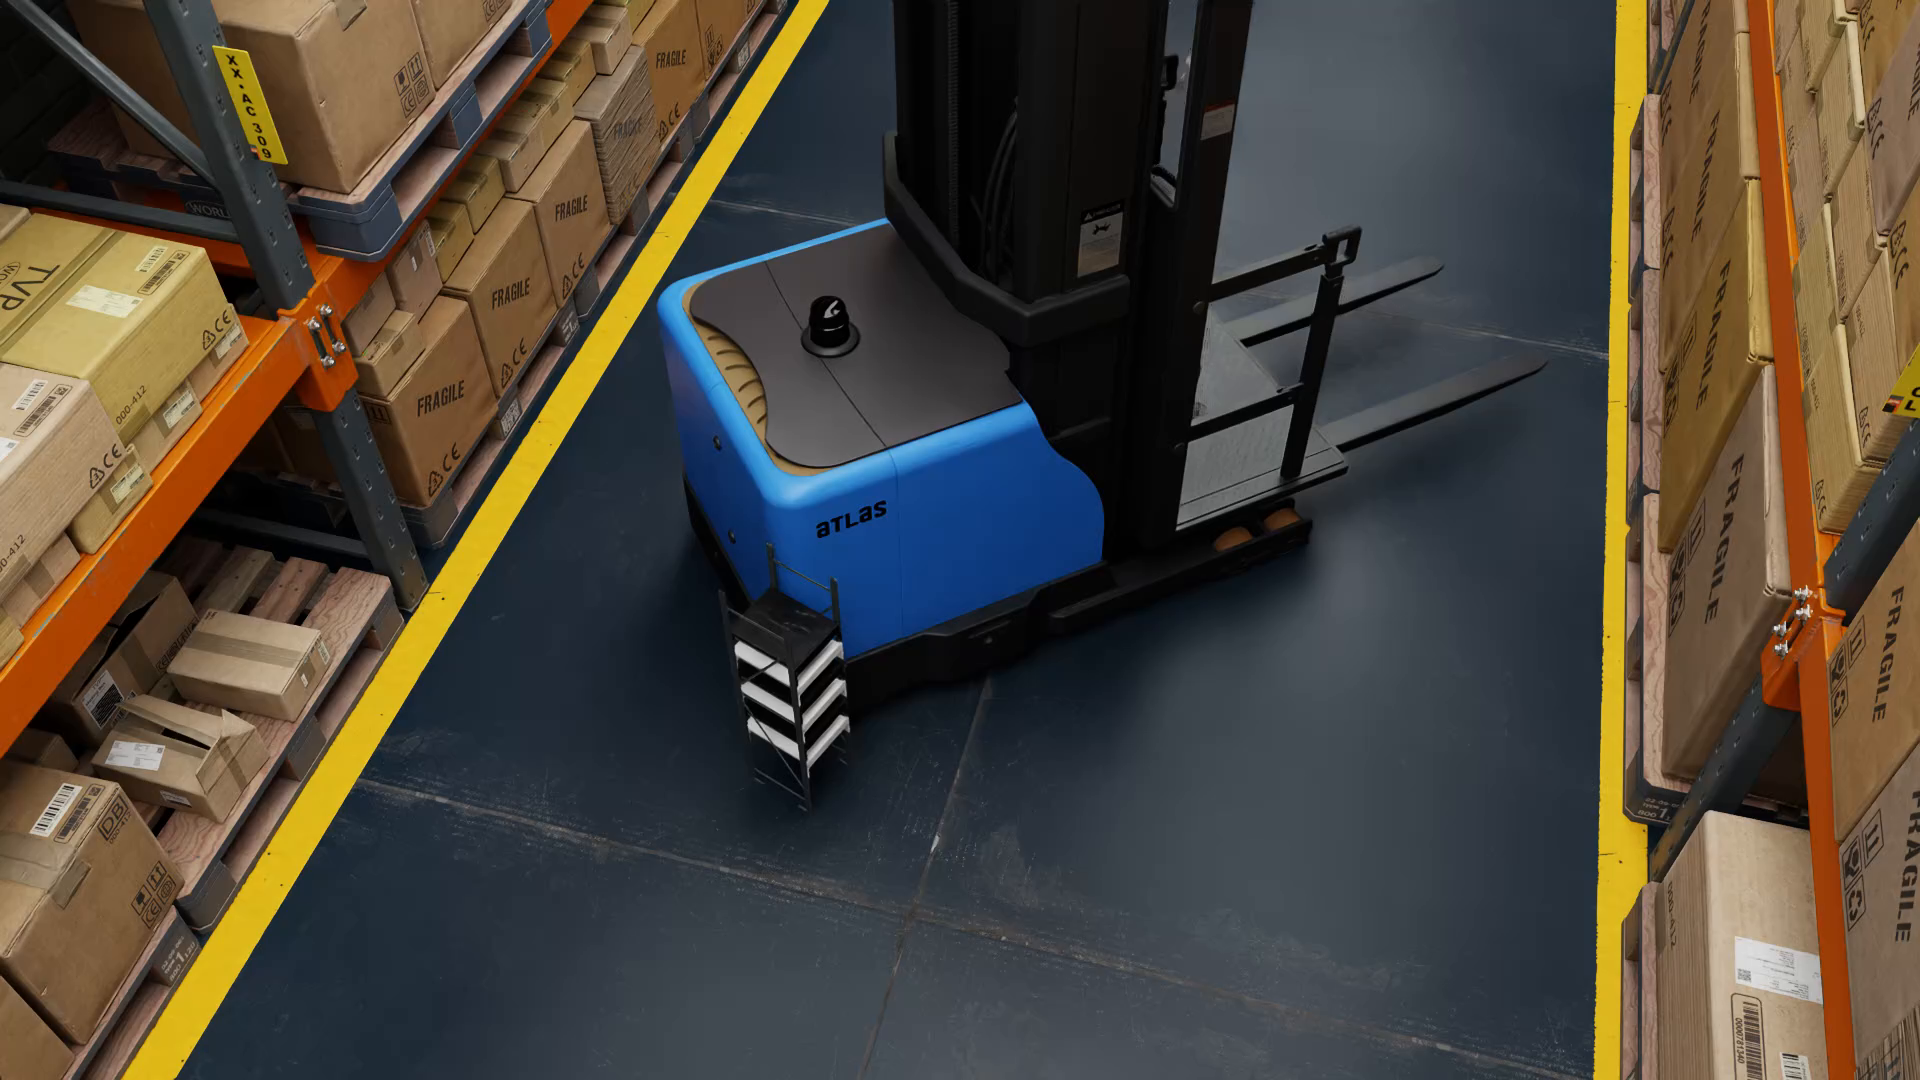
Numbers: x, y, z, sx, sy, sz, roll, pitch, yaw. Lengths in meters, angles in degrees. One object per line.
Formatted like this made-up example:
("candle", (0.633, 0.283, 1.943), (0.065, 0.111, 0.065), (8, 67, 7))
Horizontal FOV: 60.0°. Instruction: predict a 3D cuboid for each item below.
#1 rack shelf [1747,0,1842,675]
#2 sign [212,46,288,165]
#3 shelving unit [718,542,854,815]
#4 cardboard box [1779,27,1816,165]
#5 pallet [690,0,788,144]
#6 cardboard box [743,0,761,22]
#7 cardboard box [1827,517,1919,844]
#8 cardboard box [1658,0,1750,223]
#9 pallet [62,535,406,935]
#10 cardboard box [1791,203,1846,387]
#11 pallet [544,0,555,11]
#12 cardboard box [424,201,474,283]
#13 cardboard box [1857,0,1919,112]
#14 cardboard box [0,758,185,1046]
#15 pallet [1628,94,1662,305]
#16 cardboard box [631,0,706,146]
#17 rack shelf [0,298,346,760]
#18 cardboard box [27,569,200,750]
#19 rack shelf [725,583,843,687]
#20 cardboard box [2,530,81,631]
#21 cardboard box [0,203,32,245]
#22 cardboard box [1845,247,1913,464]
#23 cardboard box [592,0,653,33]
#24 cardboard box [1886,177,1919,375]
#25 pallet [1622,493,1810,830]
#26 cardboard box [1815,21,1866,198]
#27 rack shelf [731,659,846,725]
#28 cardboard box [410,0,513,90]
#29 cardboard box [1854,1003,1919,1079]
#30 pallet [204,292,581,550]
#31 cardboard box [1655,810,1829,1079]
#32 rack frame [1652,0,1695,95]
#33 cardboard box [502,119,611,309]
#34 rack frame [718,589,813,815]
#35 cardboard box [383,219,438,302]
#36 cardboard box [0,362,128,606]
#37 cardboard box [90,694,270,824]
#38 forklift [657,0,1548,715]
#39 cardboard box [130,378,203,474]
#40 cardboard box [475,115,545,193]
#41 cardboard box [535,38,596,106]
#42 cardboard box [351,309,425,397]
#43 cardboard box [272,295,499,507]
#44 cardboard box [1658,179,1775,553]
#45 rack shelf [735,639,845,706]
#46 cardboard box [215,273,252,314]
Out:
("rack shelf", (3.032, -1.120, 5.218), (1.077, 0.370, 4.000), (12, 50, 10))
("sign", (-1.759, -1.073, 4.119), (0.100, 0.325, 0.005), (12, 50, 10))
("shelving unit", (-0.487, 0.418, 4.781), (0.258, 0.900, 0.210), (27, 54, 22))
("cardboard box", (2.798, -1.340, 5.032), (0.500, 0.250, 0.500), (12, 50, 10))
("pallet", (-1.465, -2.326, 7.663), (1.003, 0.211, 1.213), (12, 50, 10))
("cardboard box", (-1.136, -2.745, 7.559), (0.500, 0.500, 0.500), (13, 50, 11))
("cardboard box", (2.129, 0.343, 3.380), (0.500, 0.500, 0.500), (13, 50, 11))
("cardboard box", (3.296, -1.758, 6.438), (0.875, 0.875, 0.875), (11, 50, 10))
("pallet", (-2.466, 0.531, 5.141), (1.003, 0.211, 1.213), (12, 50, 10))
("cardboard box", (2.515, -0.604, 4.383), (0.500, 0.250, 0.500), (11, 49, 10))
("pallet", (-1.739, -2.311, 5.917), (1.003, 0.211, 1.213), (12, 50, 10))
("cardboard box", (-1.879, -1.025, 5.609), (0.380, 0.149, 0.250), (9, 49, 8))
("cardboard box", (2.662, -1.387, 4.240), (0.500, 0.500, 0.500), (13, 50, 11))
("cardboard box", (-2.549, 0.908, 4.335), (0.700, 0.500, 0.500), (10, 49, 9))
("pallet", (3.278, -1.327, 6.780), (1.003, 0.211, 1.213), (12, 50, 10))
("cardboard box", (-1.413, -2.006, 6.907), (0.500, 0.500, 0.500), (14, 50, 12))
("rack shelf", (-2.811, 0.796, 3.526), (1.077, 0.370, 4.000), (12, 50, 10))
("cardboard box", (-2.686, 0.293, 5.004), (0.500, 0.311, 0.500), (13, 50, 11))
("rack shelf", (-0.488, 0.261, 4.603), (0.258, 0.077, 0.200), (27, 54, 22))
("cardboard box", (-2.313, 0.045, 3.877), (0.380, 0.149, 0.250), (13, 50, 11))
("cardboard box", (-2.675, -0.632, 4.209), (0.500, 0.250, 0.500), (11, 50, 10))
("cardboard box", (2.387, -0.394, 3.864), (0.500, 0.250, 0.500), (12, 50, 10))
("cardboard box", (-1.450, -2.153, 6.604), (0.380, 0.149, 0.250), (11, 49, 9))
("cardboard box", (2.380, -0.648, 3.588), (0.500, 0.500, 0.500), (13, 50, 11))
("pallet", (2.635, 0.438, 5.223), (1.003, 0.211, 1.213), (12, 50, 10))
("cardboard box", (2.642, -1.133, 4.516), (0.500, 0.250, 0.500), (13, 50, 11))
("rack shelf", (-0.487, 0.380, 4.738), (0.258, 0.077, 0.200), (27, 54, 22))
("cardboard box", (-1.805, -1.741, 4.939), (0.700, 0.500, 0.500), (12, 50, 10))
("cardboard box", (1.856, 1.065, 2.743), (0.500, 0.500, 0.500), (12, 50, 10))
("pallet", (-2.107, -0.562, 6.105), (1.003, 0.211, 1.213), (12, 50, 10))
("cardboard box", (2.236, 1.230, 4.092), (0.875, 0.438, 0.875), (11, 49, 9))
("rack frame", (3.558, -2.805, 6.225), (1.000, 3.000, 0.127), (12, 50, 10))
("cardboard box", (-1.674, -1.253, 6.242), (0.500, 0.500, 0.500), (10, 49, 9))
("rack frame", (-0.545, 0.481, 4.726), (0.240, 0.900, 0.006), (27, 54, 22))
("cardboard box", (-1.911, -0.918, 5.315), (0.380, 0.149, 0.250), (9, 49, 8))
("cardboard box", (-2.301, -0.156, 3.788), (0.500, 0.250, 0.500), (12, 50, 10))
("cardboard box", (-2.242, 0.596, 4.766), (0.396, 0.266, 0.258), (13, 50, 11))
("forklift", (0.628, -1.189, 4.845), (3.031, 2.935, 1.130), (-20, 52, -17))
("cardboard box", (-2.172, -0.332, 4.210), (0.380, 0.149, 0.250), (13, 50, 11))
("cardboard box", (-1.718, -1.400, 5.939), (0.380, 0.149, 0.250), (11, 50, 10))
("cardboard box", (-1.607, -1.780, 6.275), (0.380, 0.149, 0.250), (12, 50, 10))
("cardboard box", (-1.933, -0.622, 5.253), (0.380, 0.149, 0.250), (14, 50, 12))
("cardboard box", (-1.940, -0.506, 5.583), (0.500, 0.500, 0.500), (14, 50, 12))
("cardboard box", (2.821, -0.467, 5.298), (0.875, 0.875, 0.875), (13, 50, 11))
("rack shelf", (-0.487, 0.321, 4.671), (0.258, 0.077, 0.200), (27, 54, 22))
("cardboard box", (-2.466, -0.738, 5.355), (0.380, 0.149, 0.250), (10, 49, 9))
